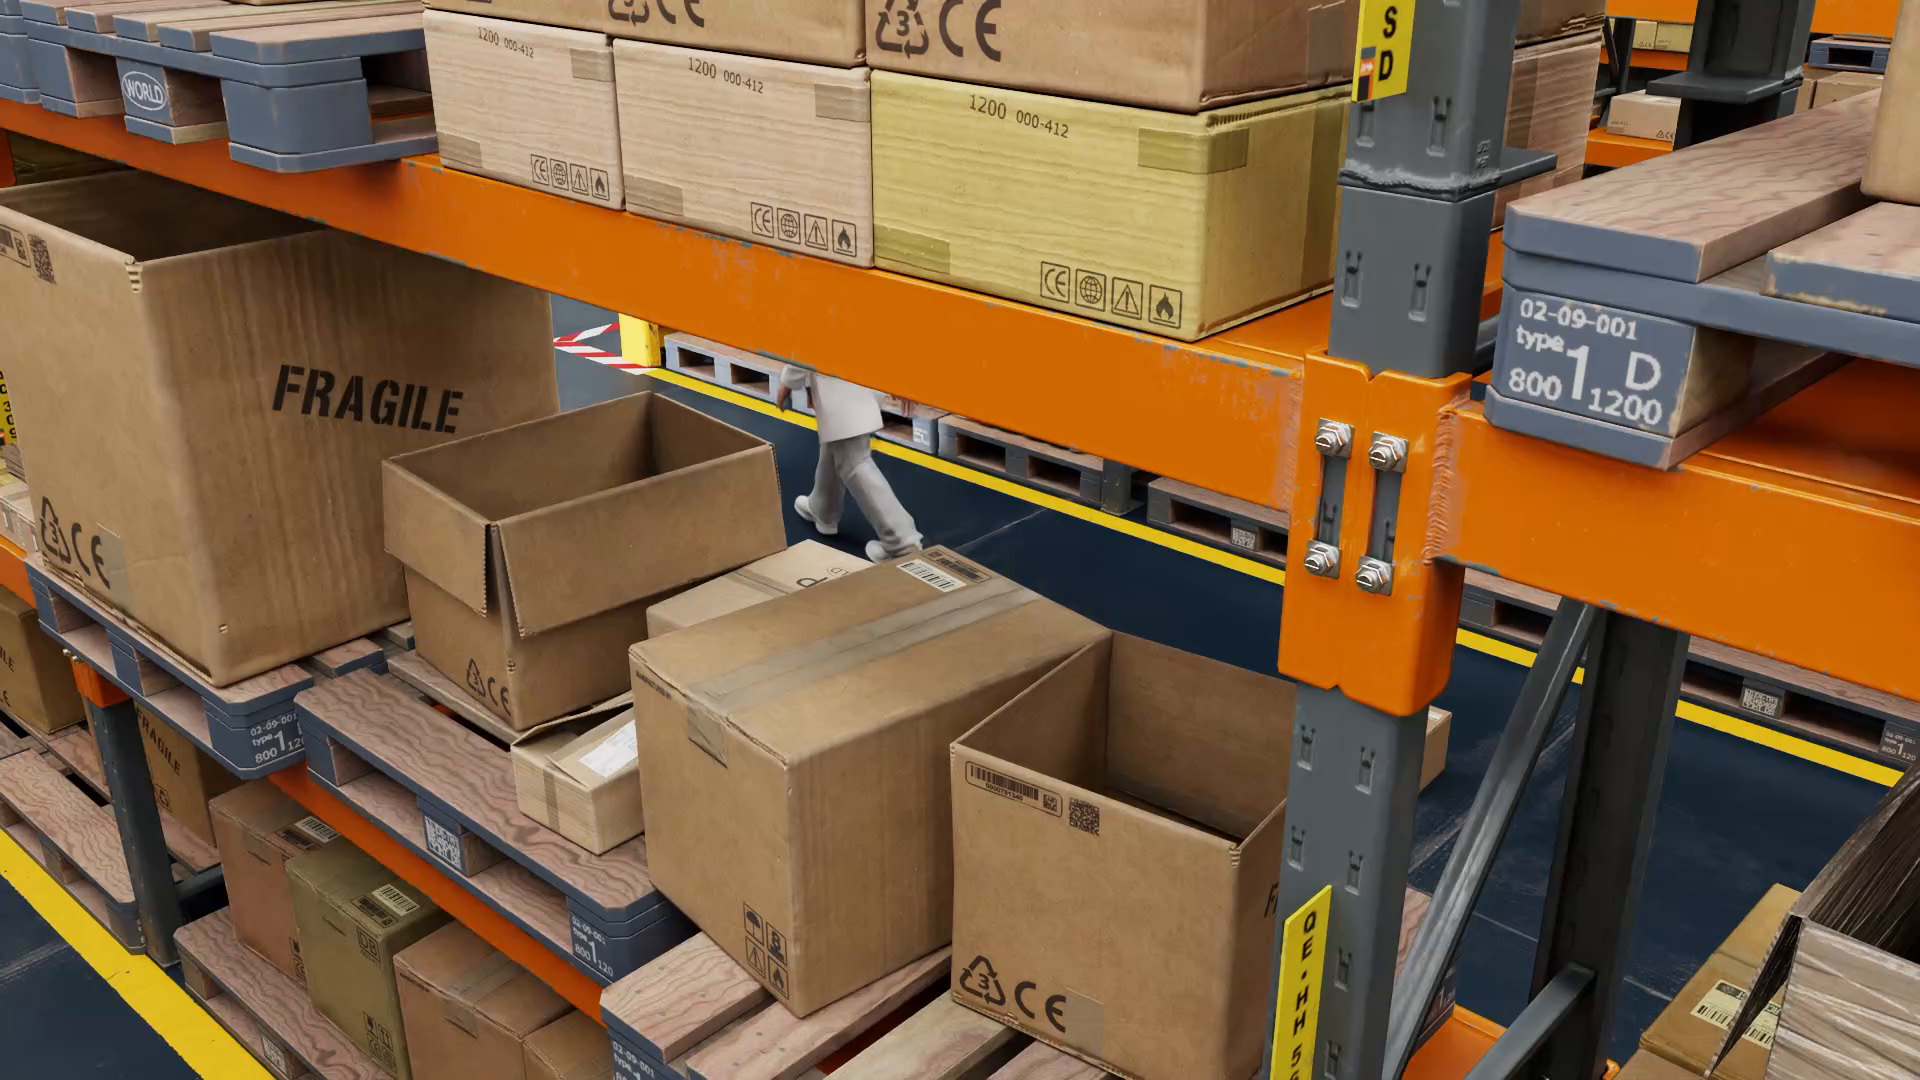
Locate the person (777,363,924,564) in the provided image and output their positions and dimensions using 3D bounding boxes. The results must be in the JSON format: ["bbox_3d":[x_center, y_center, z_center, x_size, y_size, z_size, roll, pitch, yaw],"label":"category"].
[{"bbox_3d":[-0.531,-0.749,7.832,1.102,1.733,0.609,21,31,40],"label":"person"}]
